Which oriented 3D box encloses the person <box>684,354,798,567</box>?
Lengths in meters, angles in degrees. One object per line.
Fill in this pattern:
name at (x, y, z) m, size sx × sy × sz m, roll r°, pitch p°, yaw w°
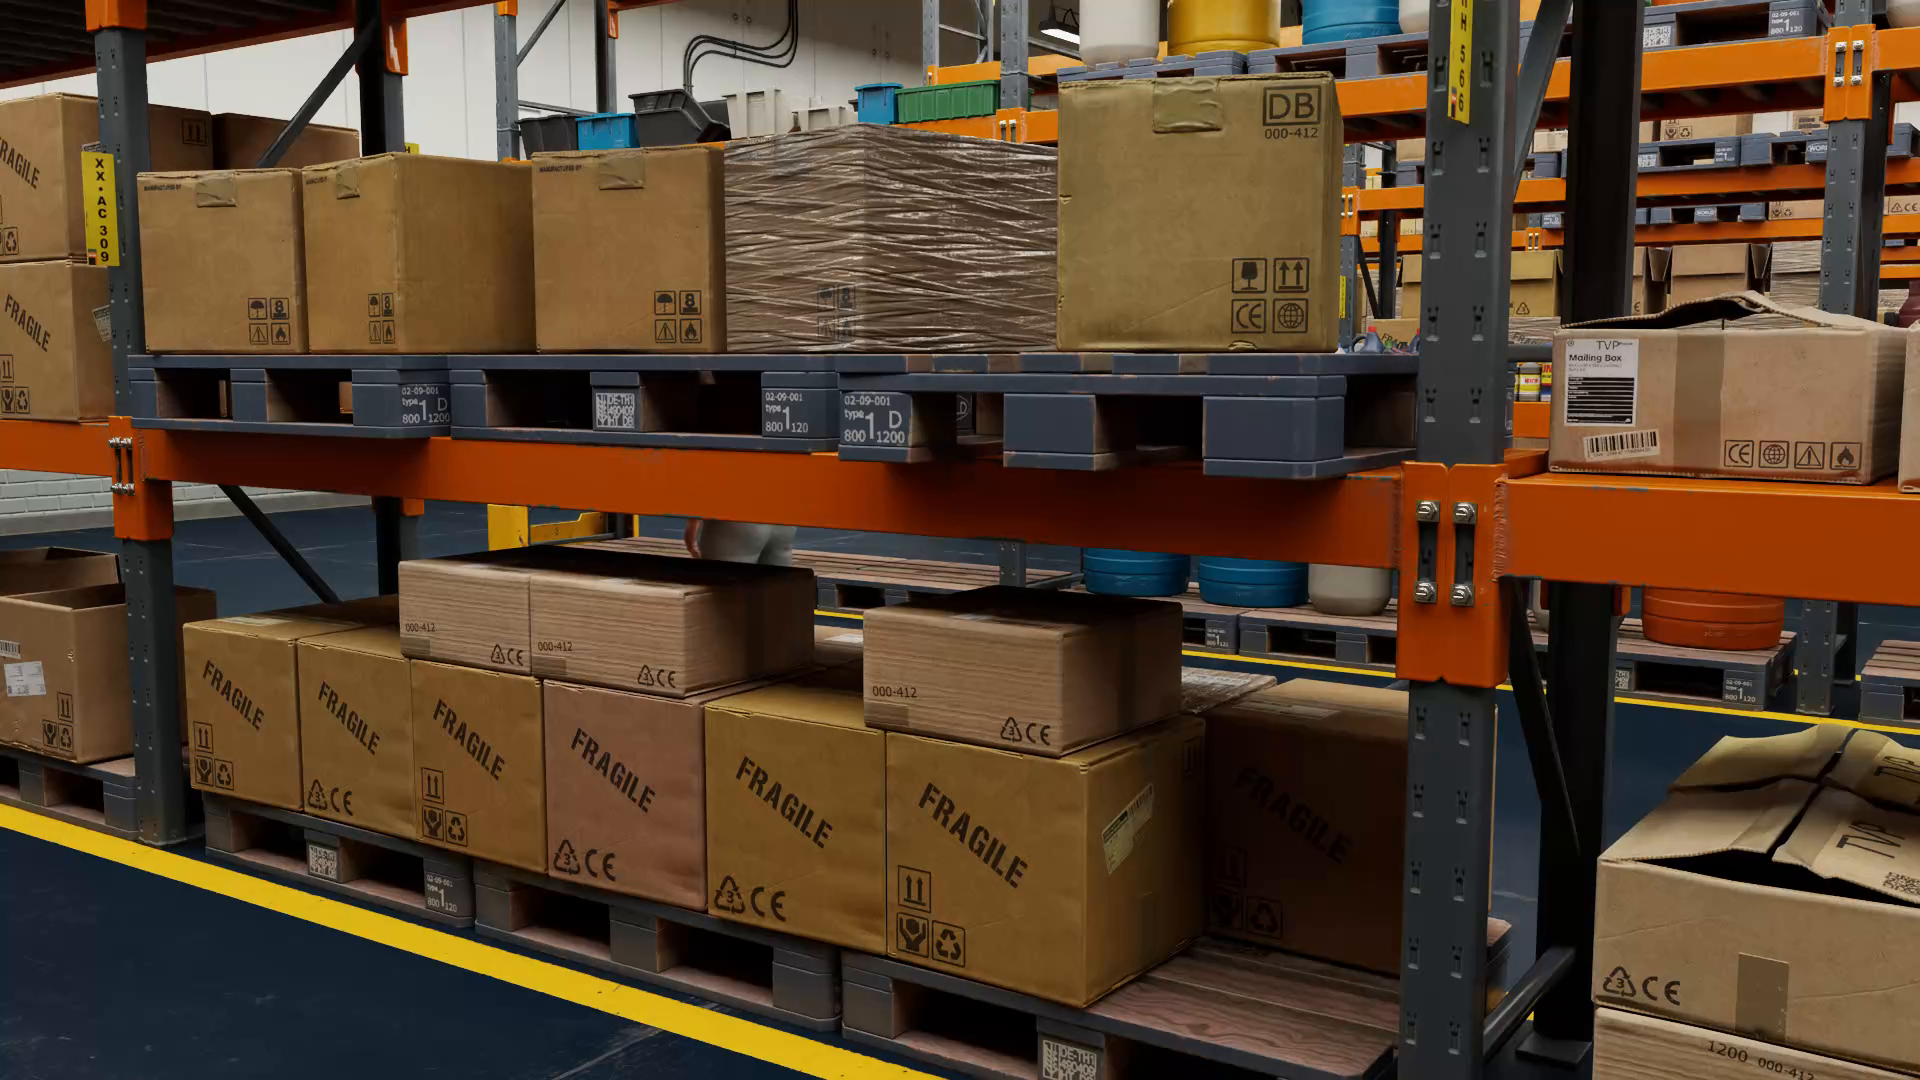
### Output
person at (-0.858, -0.100, 6.647) m, size 0.439 × 1.748 × 0.586 m, roll 4°, pitch 8°, yaw 34°
